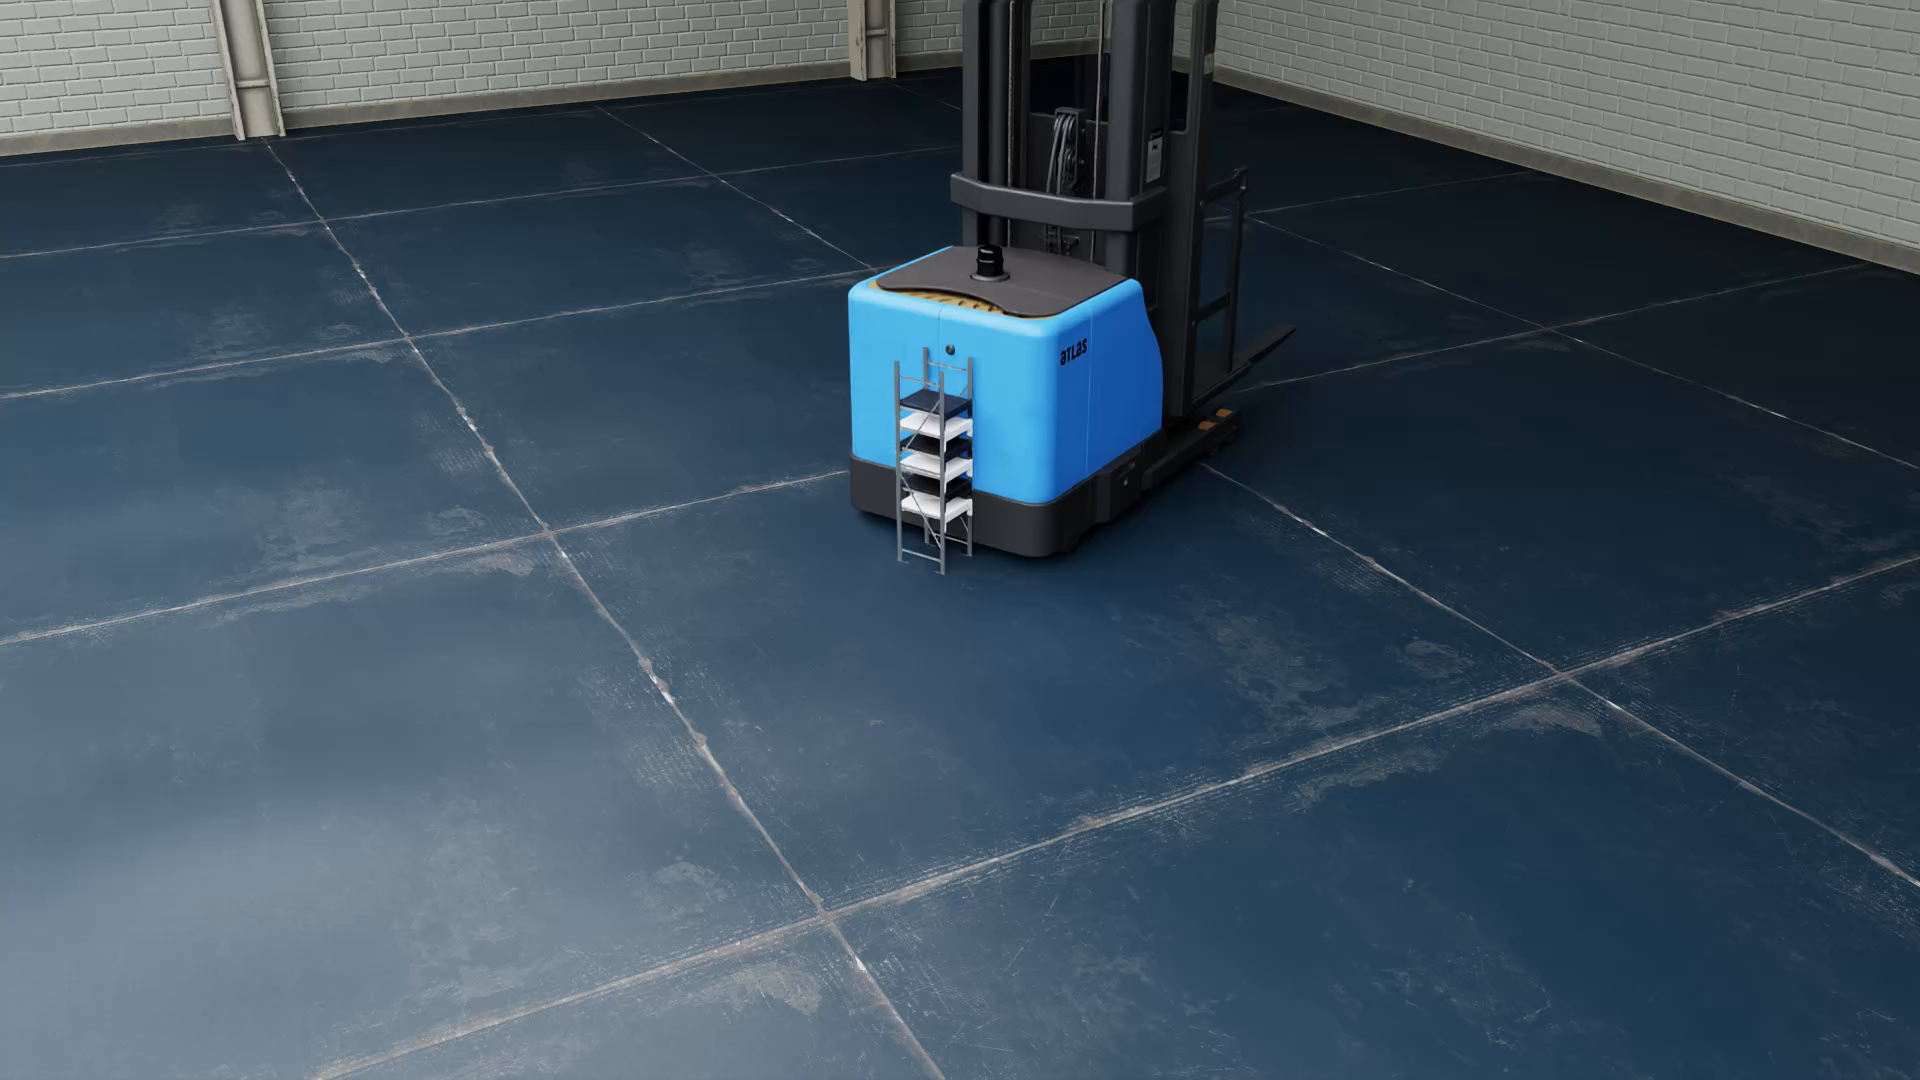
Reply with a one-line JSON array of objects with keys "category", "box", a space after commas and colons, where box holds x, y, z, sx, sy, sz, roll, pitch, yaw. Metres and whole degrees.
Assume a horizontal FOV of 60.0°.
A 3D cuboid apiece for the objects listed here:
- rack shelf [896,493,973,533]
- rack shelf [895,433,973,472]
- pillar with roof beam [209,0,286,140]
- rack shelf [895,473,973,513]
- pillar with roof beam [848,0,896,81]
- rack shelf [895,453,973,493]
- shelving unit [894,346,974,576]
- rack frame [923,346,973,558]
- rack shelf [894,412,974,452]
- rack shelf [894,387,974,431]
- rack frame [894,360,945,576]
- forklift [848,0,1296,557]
[{"category": "rack shelf", "box": [-0.107, -0.131, 6.976, 0.258, 0.077, 0.200, 16, 30, 30]}, {"category": "rack shelf", "box": [-0.107, -0.374, 6.859, 0.258, 0.077, 0.200, 16, 30, 30]}, {"category": "pillar with roof beam", "box": [-4.172, -6.003, 9.356, 0.400, 9.000, 9.100, -13, 29, -25]}, {"category": "rack shelf", "box": [-0.107, -0.212, 6.937, 0.258, 0.077, 0.200, 16, 30, 30]}, {"category": "pillar with roof beam", "box": [1.123, -7.225, 11.901, 0.400, 9.000, 9.100, -13, 29, -25]}, {"category": "rack shelf", "box": [-0.107, -0.293, 6.898, 0.258, 0.077, 0.200, 16, 30, 30]}, {"category": "shelving unit", "box": [-0.107, -0.323, 6.883, 0.258, 0.900, 0.210, 16, 30, 30]}, {"category": "rack frame", "box": [-0.051, -0.360, 6.960, 0.240, 0.900, 0.006, 16, 30, 30]}, {"category": "rack shelf", "box": [-0.107, -0.455, 6.820, 0.258, 0.077, 0.200, 16, 30, 30]}, {"category": "rack shelf", "box": [-0.107, -0.536, 6.781, 0.258, 0.077, 0.200, 16, 30, 30]}, {"category": "rack frame", "box": [-0.163, -0.286, 6.807, 0.240, 0.900, 0.006, 16, 30, 30]}, {"category": "forklift", "box": [0.744, -1.838, 7.691, 1.130, 2.935, 3.031, 16, 30, 30]}]
